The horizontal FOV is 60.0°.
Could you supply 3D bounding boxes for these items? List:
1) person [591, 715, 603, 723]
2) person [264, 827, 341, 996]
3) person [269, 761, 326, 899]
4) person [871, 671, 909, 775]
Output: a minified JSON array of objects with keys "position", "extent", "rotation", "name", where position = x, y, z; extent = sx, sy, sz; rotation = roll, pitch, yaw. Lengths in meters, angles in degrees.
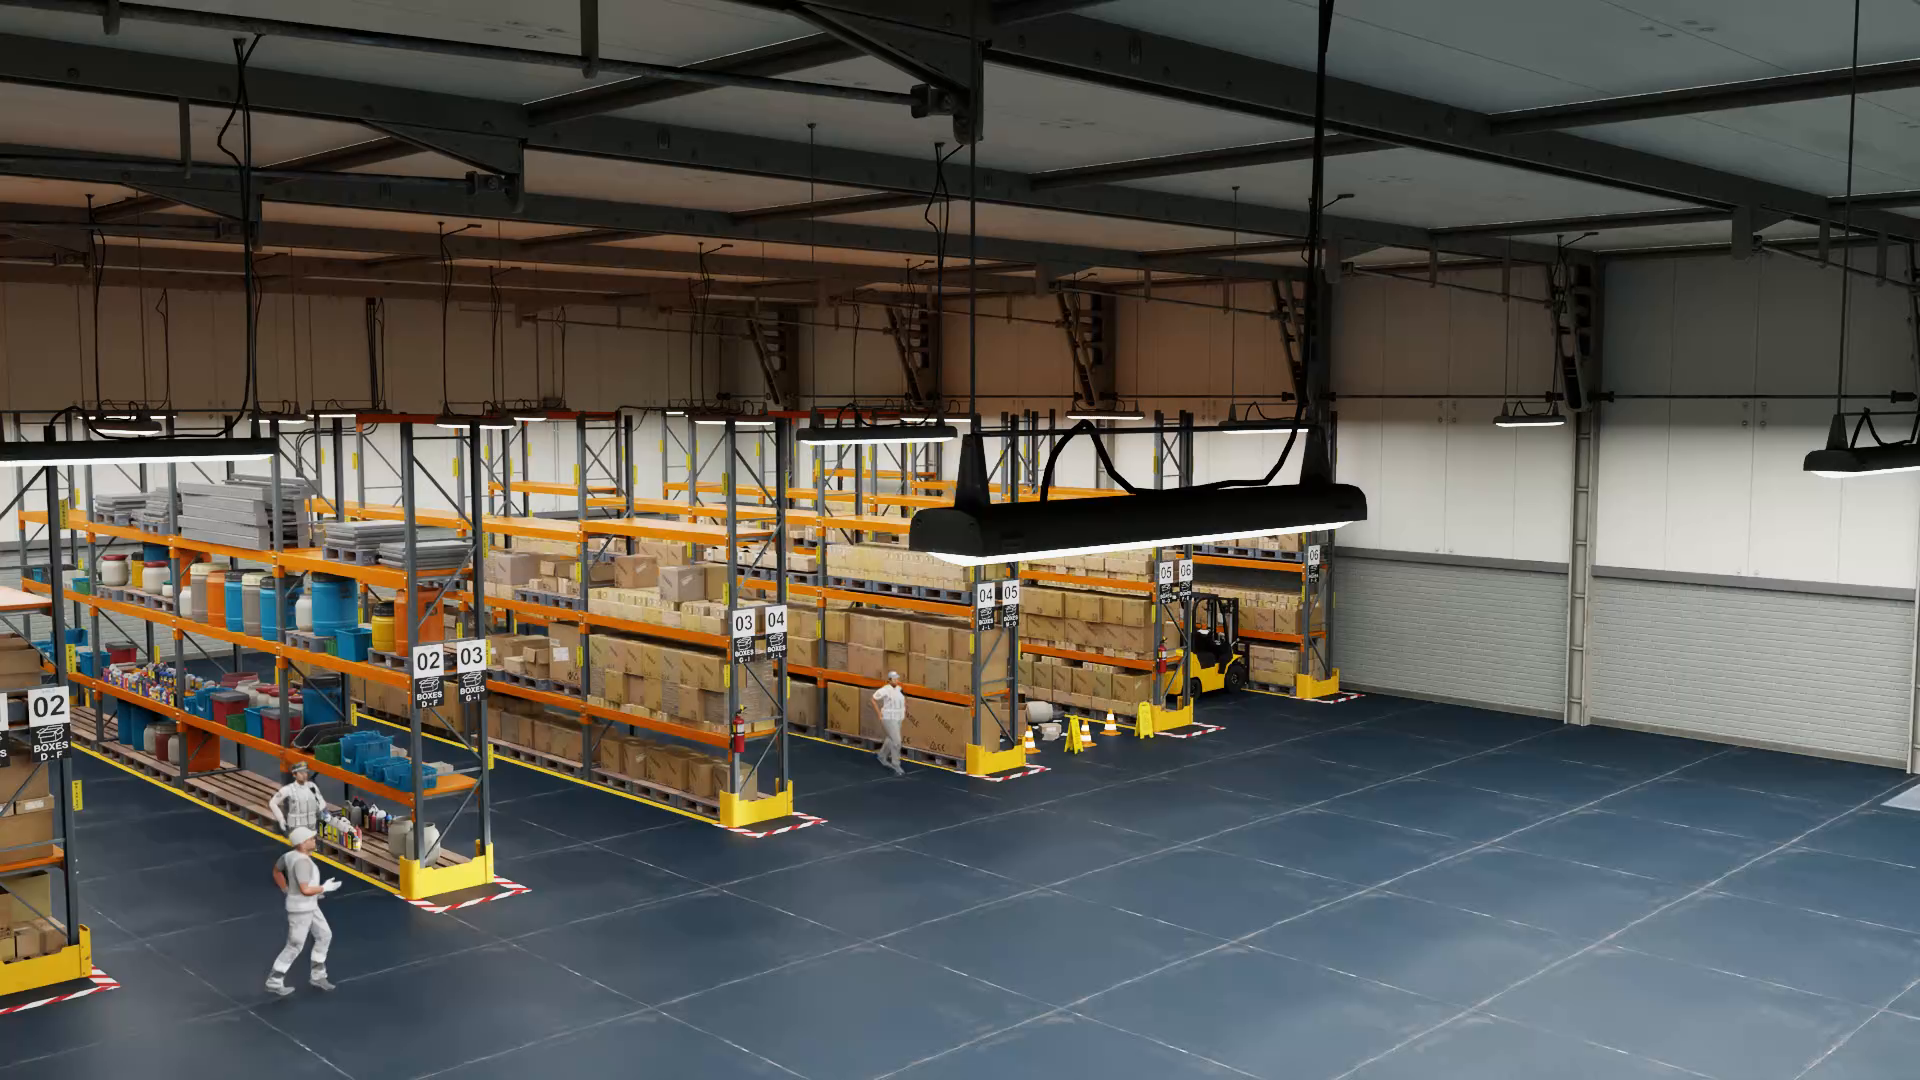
[{"position":[-6.748,2.737,31.279],"extent":[0.637,1.722,0.688],"rotation":[4,6,37],"name":"person"},{"position":[-6.915,3.924,17.482],"extent":[0.788,1.836,0.637],"rotation":[-2,5,-21],"name":"person"},{"position":[-8.333,3.630,21.064],"extent":[0.901,1.692,0.612],"rotation":[3,6,34],"name":"person"},{"position":[-1.148,3.067,28.064],"extent":[0.737,1.729,0.580],"rotation":[4,6,36],"name":"person"}]
